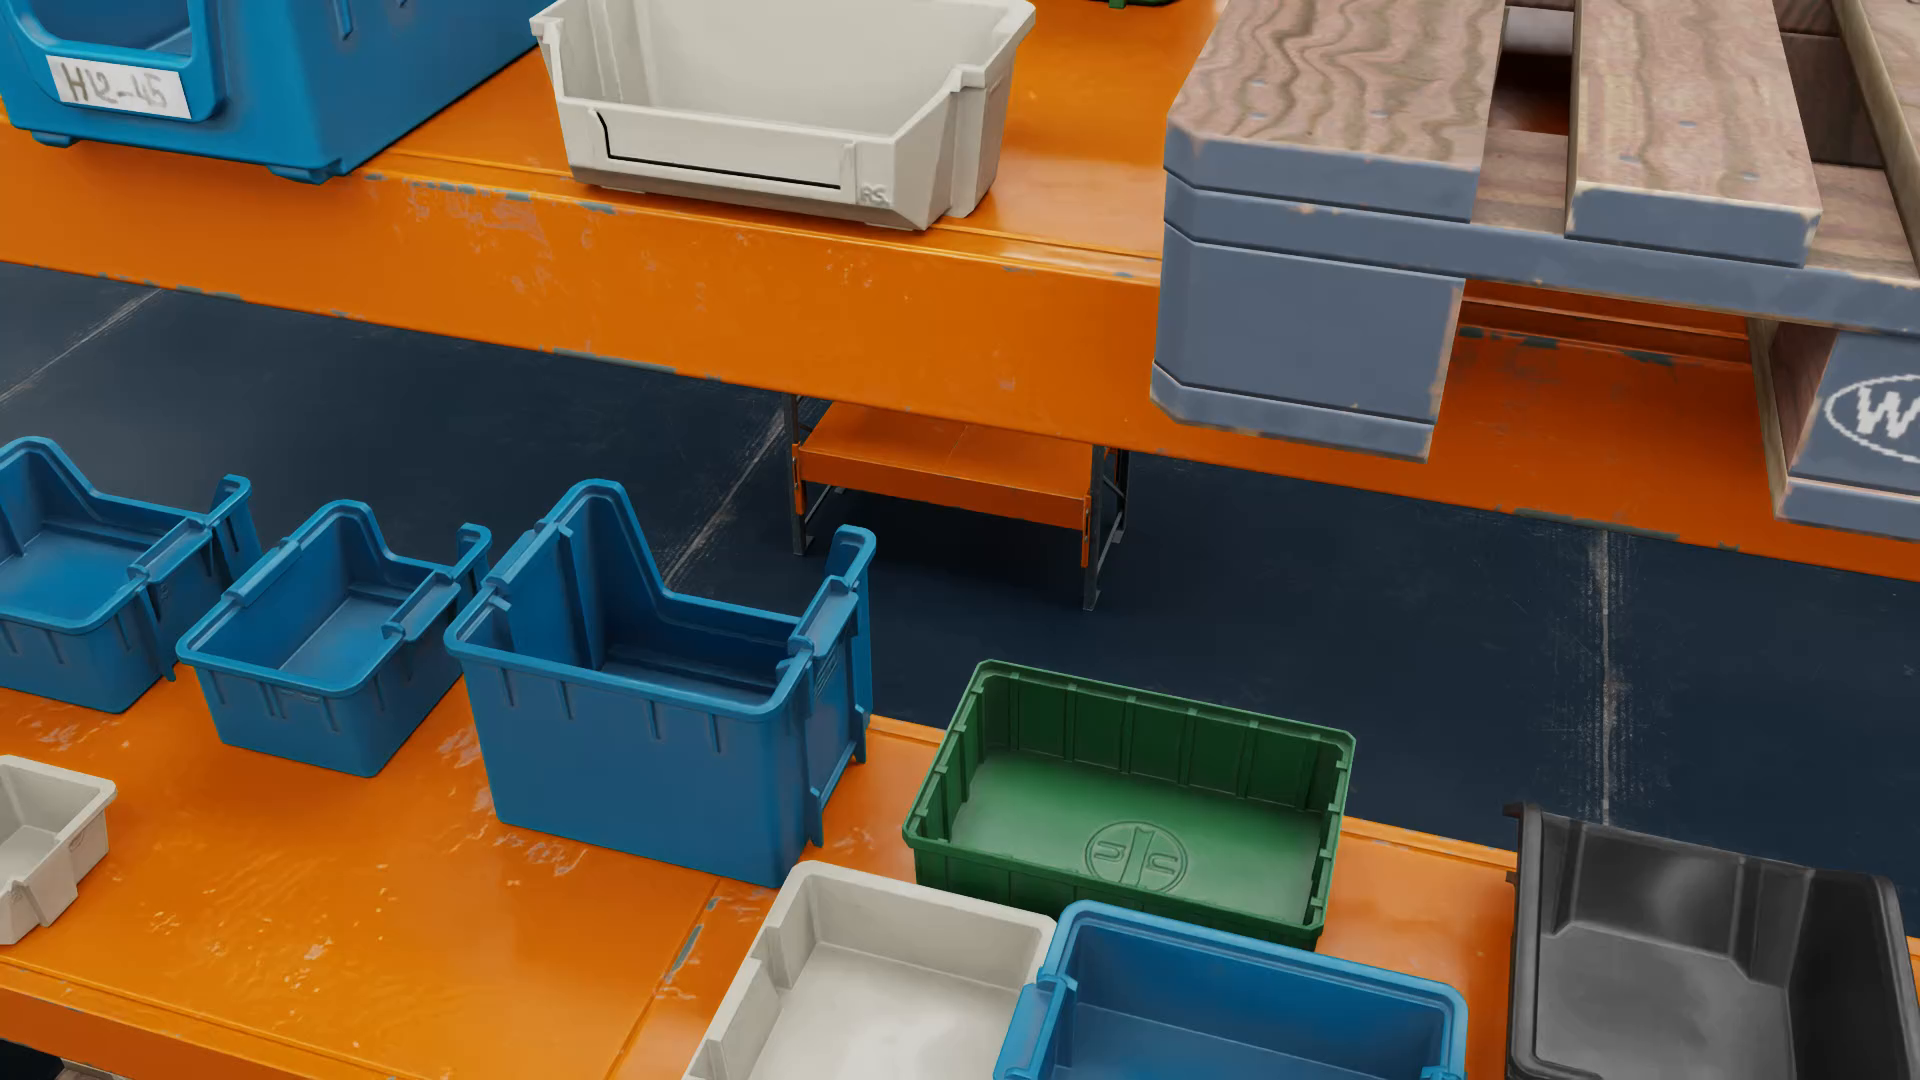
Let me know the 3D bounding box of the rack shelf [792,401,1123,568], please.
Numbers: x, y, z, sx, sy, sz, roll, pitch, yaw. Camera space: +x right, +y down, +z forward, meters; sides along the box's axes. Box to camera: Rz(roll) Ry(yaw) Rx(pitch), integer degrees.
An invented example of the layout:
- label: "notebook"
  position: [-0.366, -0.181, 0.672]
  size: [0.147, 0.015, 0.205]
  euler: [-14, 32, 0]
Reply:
- label: "rack shelf"
  position: [0.006, -0.255, 5.560]
  size: [1.000, 0.278, 0.538]
  euler: [10, 38, 14]

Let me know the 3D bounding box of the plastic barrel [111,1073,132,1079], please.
- label: "plastic barrel"
  position: [-1.670, 0.982, 3.629]
  size: [0.421, 0.512, 0.421]
  euler: [0, 36, 0]

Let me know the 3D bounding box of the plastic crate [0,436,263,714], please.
- label: "plastic crate"
  position: [-1.754, 0.056, 3.269]
  size: [0.616, 0.251, 0.499]
  euler: [10, 38, 14]

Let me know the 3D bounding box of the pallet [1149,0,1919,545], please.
- label: "pallet"
  position: [0.780, -0.421, 1.420]
  size: [1.003, 0.211, 1.213]
  euler: [10, 38, 14]

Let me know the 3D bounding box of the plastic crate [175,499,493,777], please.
- label: "plastic crate"
  position: [-1.135, 0.174, 3.109]
  size: [0.408, 0.251, 0.499]
  euler: [10, 38, 14]

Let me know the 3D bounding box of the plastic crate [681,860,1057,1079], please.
- label: "plastic crate"
  position: [-0.128, 0.746, 2.428]
  size: [0.437, 0.136, 0.530]
  euler: [10, 38, 14]

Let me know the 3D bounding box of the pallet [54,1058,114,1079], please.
- label: "pallet"
  position: [-1.460, 1.333, 3.761]
  size: [1.213, 0.211, 1.003]
  euler: [10, 38, 14]

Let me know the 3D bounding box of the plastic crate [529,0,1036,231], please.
- label: "plastic crate"
  position: [-0.155, -0.373, 1.419]
  size: [0.396, 0.136, 0.243]
  euler: [10, 38, 14]

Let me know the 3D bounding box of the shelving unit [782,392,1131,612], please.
- label: "shelving unit"
  position: [0.006, -0.452, 5.415]
  size: [1.048, 1.125, 0.538]
  euler: [10, 38, 14]

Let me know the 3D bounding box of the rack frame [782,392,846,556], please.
- label: "rack frame"
  position: [-0.479, -0.542, 5.537]
  size: [0.032, 1.125, 0.500]
  euler: [10, 38, 14]

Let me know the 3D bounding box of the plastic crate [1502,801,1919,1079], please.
- label: "plastic crate"
  position: [1.036, 0.644, 2.397]
  size: [0.504, 0.338, 0.767]
  euler: [10, 38, 14]

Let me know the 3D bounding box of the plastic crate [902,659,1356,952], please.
- label: "plastic crate"
  position: [0.286, 0.469, 2.761]
  size: [0.662, 0.188, 0.450]
  euler: [10, 38, 14]

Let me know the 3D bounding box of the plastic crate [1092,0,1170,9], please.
- label: "plastic crate"
  position: [0.073, -0.772, 1.917]
  size: [0.450, 0.188, 0.336]
  euler: [10, 38, 14]

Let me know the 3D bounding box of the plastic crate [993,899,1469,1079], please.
- label: "plastic crate"
  position: [0.360, 0.801, 2.256]
  size: [0.616, 0.251, 0.499]
  euler: [10, 38, 14]

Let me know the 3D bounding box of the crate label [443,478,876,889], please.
- label: "crate label"
  position: [-0.483, 0.235, 2.871]
  size: [0.616, 0.435, 0.502]
  euler: [10, 38, 14]

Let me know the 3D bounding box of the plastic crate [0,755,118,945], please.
- label: "plastic crate"
  position: [-1.562, 0.523, 2.731]
  size: [0.250, 0.136, 0.298]
  euler: [10, 38, 14]

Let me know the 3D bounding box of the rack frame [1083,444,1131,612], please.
- label: "rack frame"
  position: [0.492, -0.362, 5.293]
  size: [0.032, 1.125, 0.500]
  euler: [10, 38, 14]

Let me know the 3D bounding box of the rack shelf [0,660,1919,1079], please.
- label: "rack shelf"
  position: [-0.411, 0.720, 2.848]
  size: [4.000, 0.370, 1.077]
  euler: [10, 38, 14]

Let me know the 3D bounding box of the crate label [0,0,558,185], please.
- label: "crate label"
  position: [-0.632, -0.554, 1.567]
  size: [0.408, 0.251, 0.502]
  euler: [10, 38, 14]
